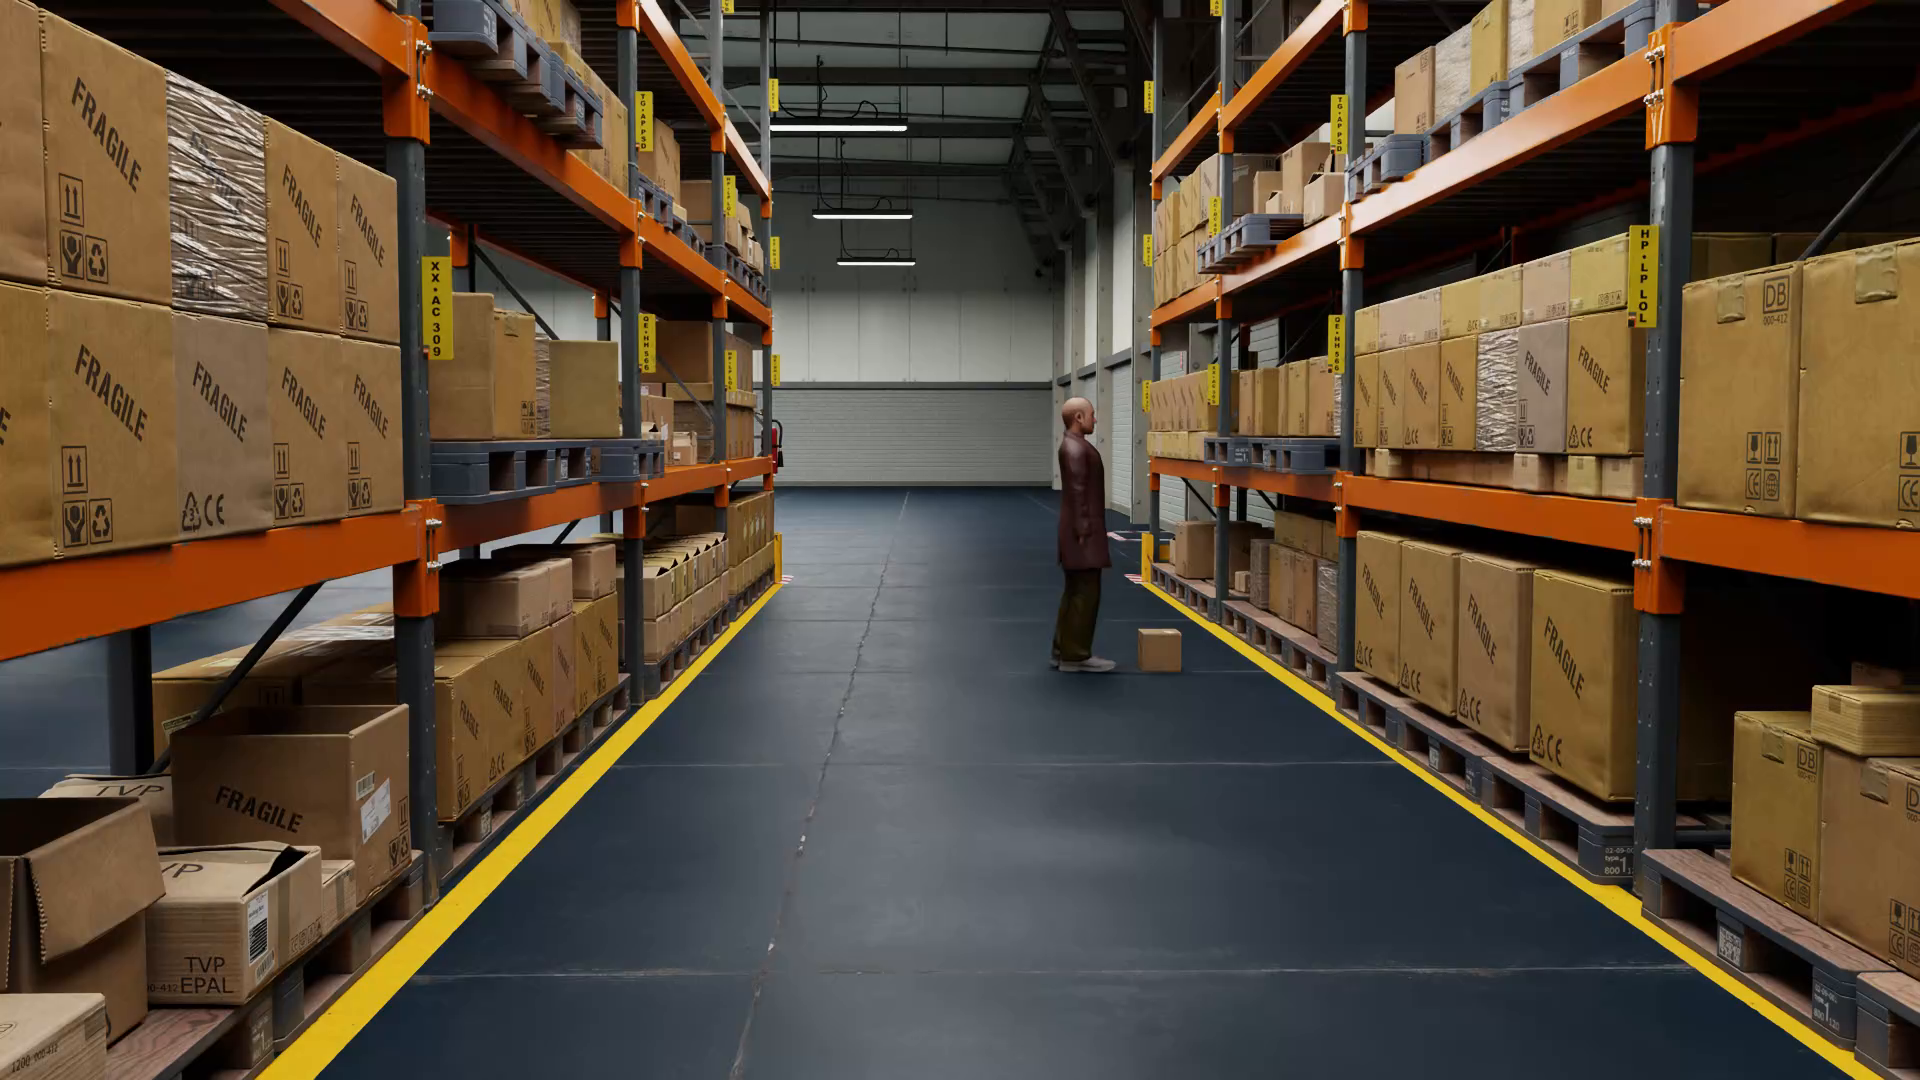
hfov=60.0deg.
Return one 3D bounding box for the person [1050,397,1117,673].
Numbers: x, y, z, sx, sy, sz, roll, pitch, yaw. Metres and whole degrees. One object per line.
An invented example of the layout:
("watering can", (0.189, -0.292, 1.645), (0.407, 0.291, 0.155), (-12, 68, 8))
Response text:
("person", (0.801, -0.036, 10.829), (0.420, 1.783, 0.560), (0, 4, 0))
